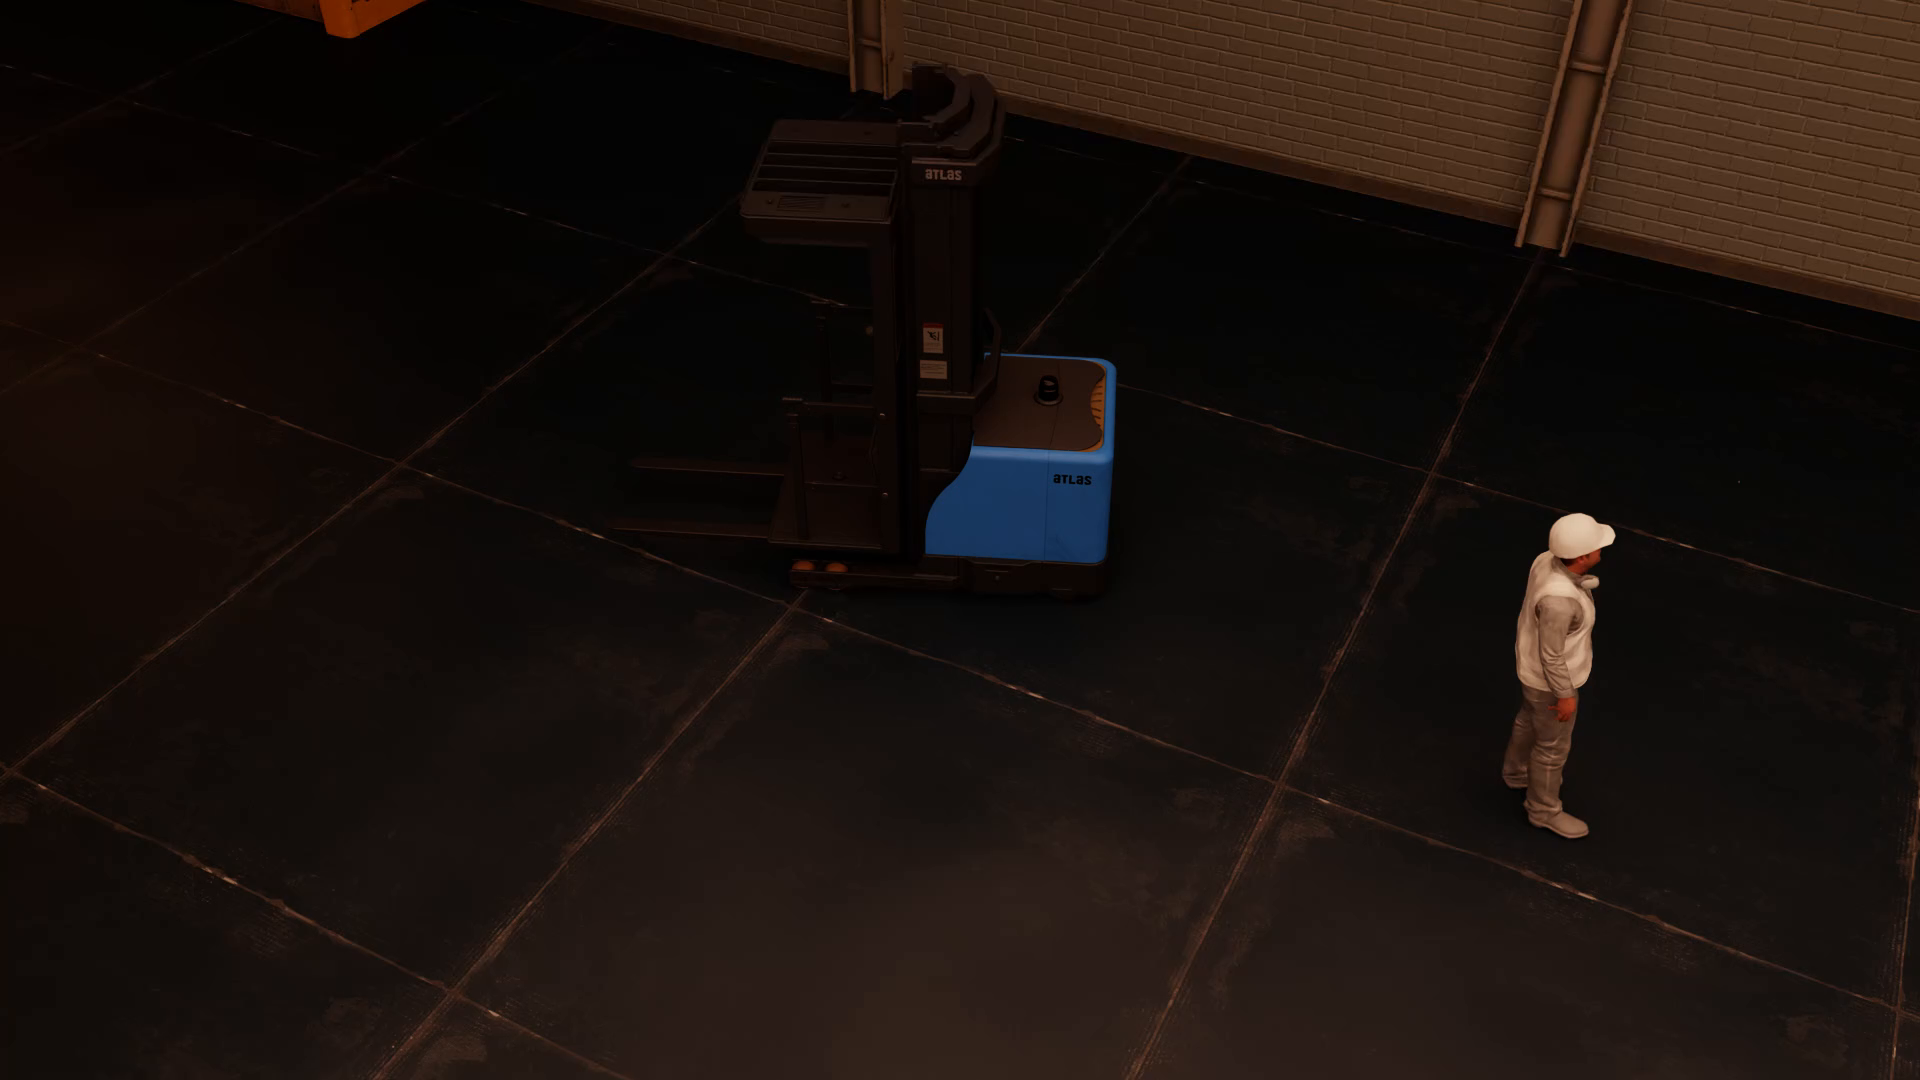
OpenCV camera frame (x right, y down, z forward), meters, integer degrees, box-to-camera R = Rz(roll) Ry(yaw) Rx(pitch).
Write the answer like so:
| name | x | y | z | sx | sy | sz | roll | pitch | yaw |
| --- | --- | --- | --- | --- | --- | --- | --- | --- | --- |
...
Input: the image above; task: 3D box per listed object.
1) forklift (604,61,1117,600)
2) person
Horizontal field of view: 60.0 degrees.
| name | x | y | z | sx | sy | sz | roll | pitch | yaw |
| --- | --- | --- | --- | --- | --- | --- | --- | --- | --- |
| forklift | -0.606 | -1.157 | 9.360 | 3.031 | 2.935 | 1.130 | 3 | 40 | 4 |
| person | 2.971 | 0.621 | 8.136 | 0.569 | 1.773 | 0.632 | 8 | 41 | 9 |
